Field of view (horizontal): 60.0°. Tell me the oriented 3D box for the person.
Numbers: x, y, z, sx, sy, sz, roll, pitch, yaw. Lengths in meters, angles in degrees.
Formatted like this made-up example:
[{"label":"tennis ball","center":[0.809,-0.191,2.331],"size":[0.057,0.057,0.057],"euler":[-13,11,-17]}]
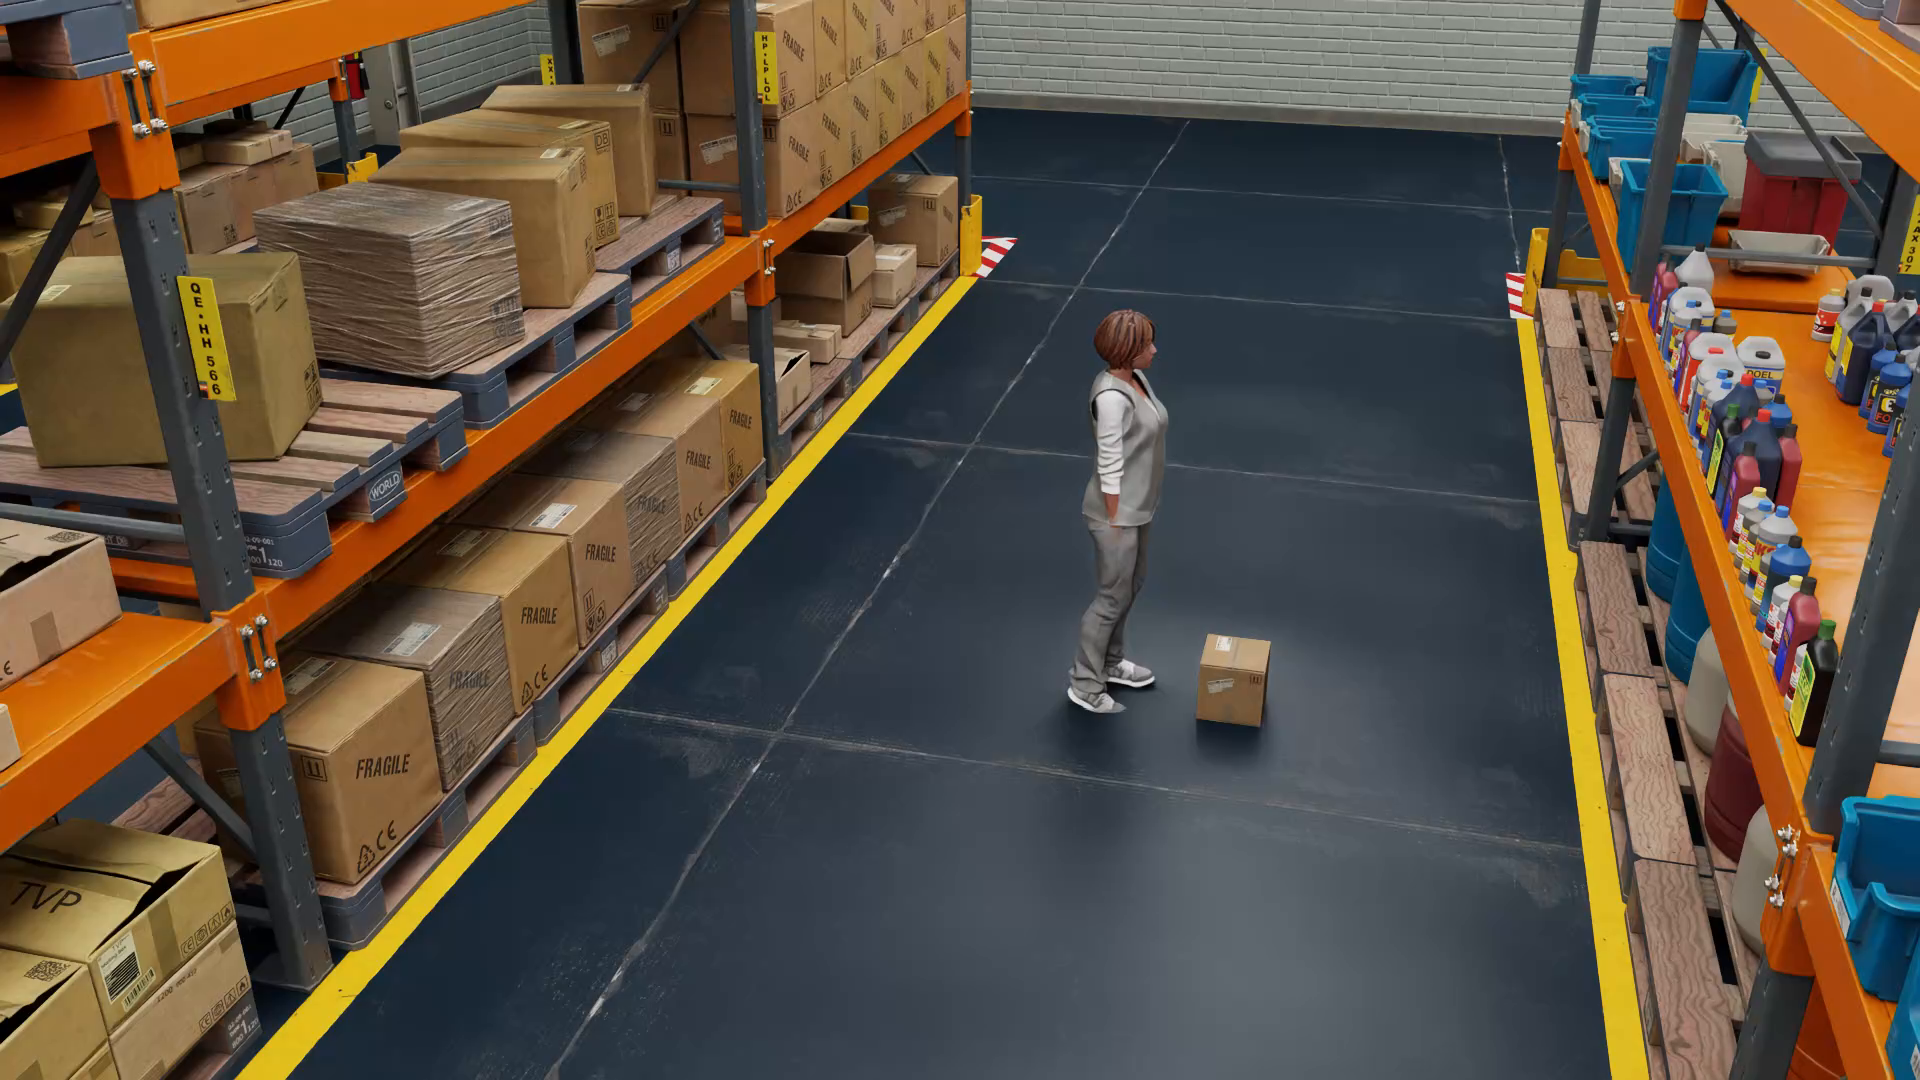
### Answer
[{"label":"person","center":[0.613,-0.095,6.372],"size":[0.318,1.640,0.407],"euler":[7,27,14]}]
